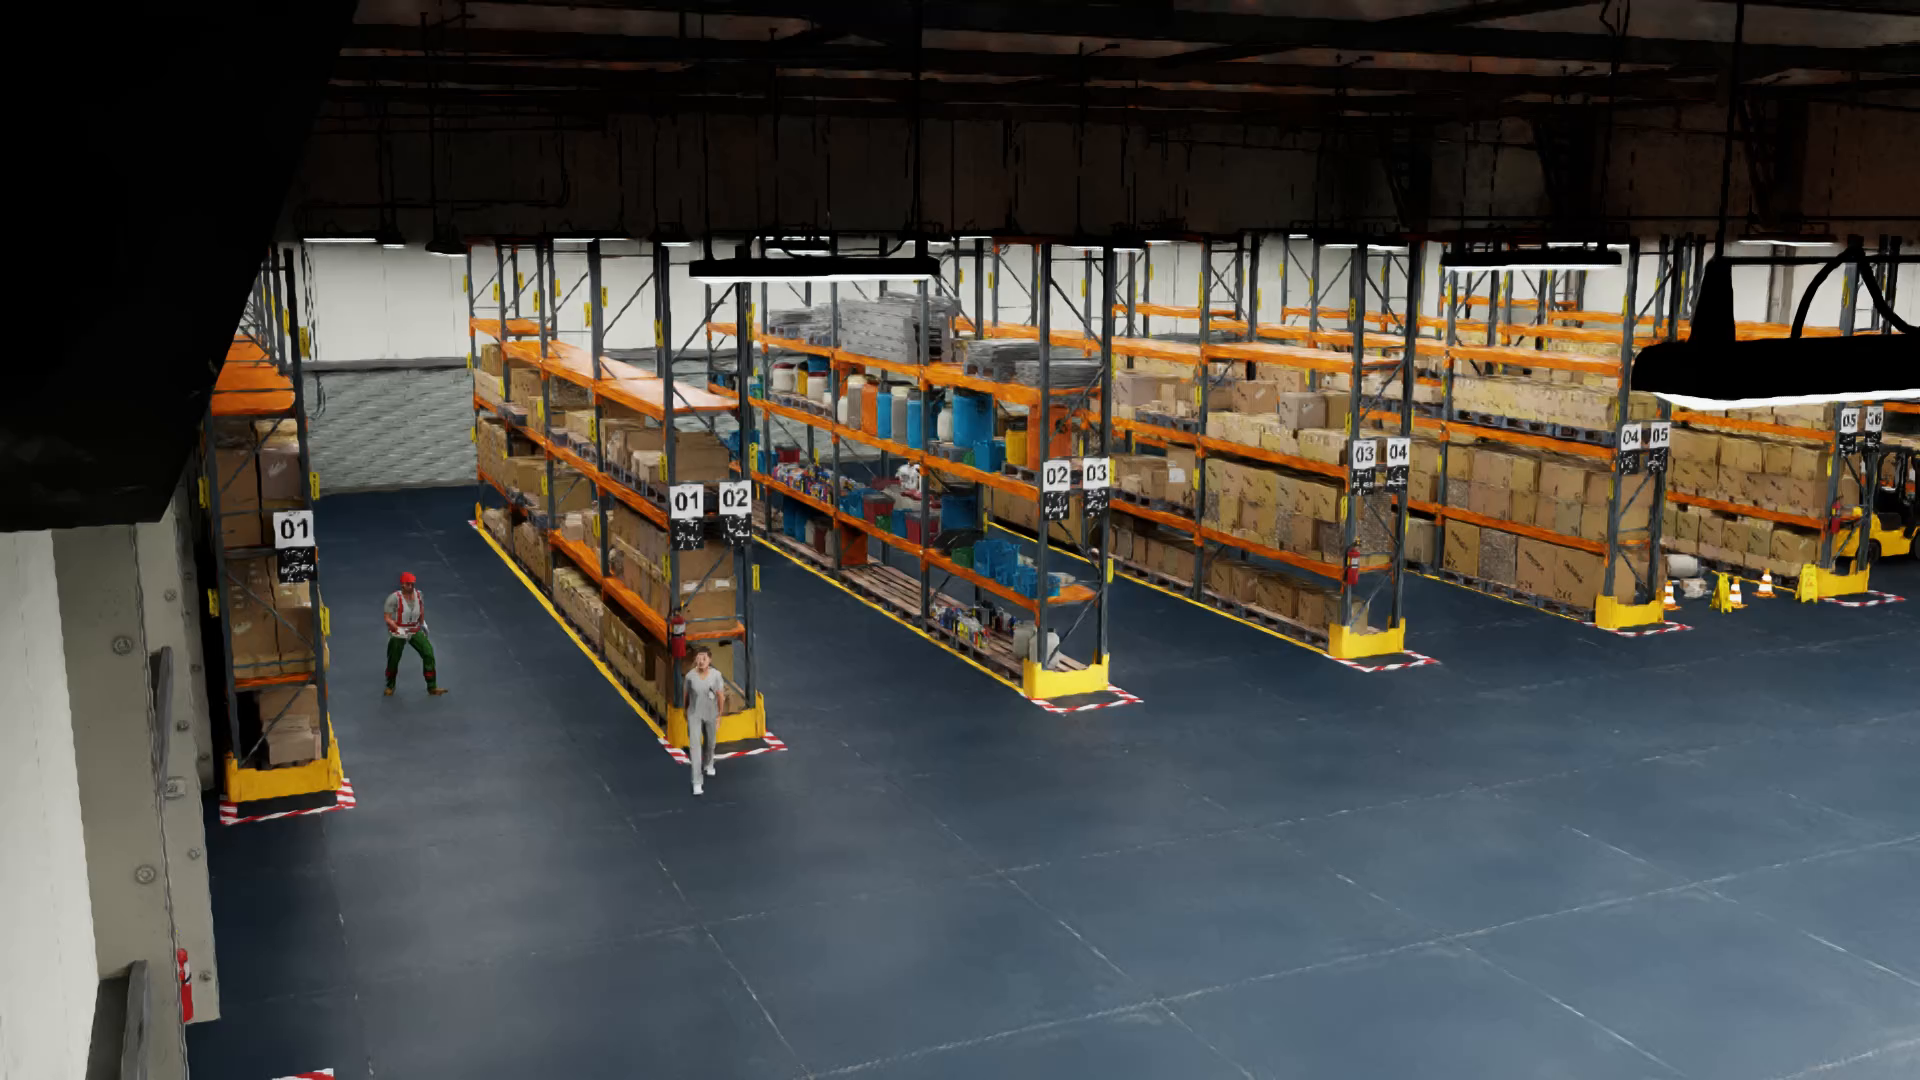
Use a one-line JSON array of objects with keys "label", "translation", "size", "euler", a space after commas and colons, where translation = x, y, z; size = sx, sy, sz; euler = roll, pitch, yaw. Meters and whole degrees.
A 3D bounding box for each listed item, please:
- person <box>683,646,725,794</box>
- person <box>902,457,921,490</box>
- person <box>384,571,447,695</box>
[{"label": "person", "translation": [-2.864, 1.975, 18.666], "size": [0.445, 1.601, 1.017], "euler": [-3, 11, -15]}, {"label": "person", "translation": [-1.044, -1.020, 34.142], "size": [0.550, 1.632, 0.512], "euler": [-5, 12, -26]}, {"label": "person", "translation": [-7.367, 1.238, 22.182], "size": [0.688, 1.719, 0.822], "euler": [-9, 14, -40]}]
